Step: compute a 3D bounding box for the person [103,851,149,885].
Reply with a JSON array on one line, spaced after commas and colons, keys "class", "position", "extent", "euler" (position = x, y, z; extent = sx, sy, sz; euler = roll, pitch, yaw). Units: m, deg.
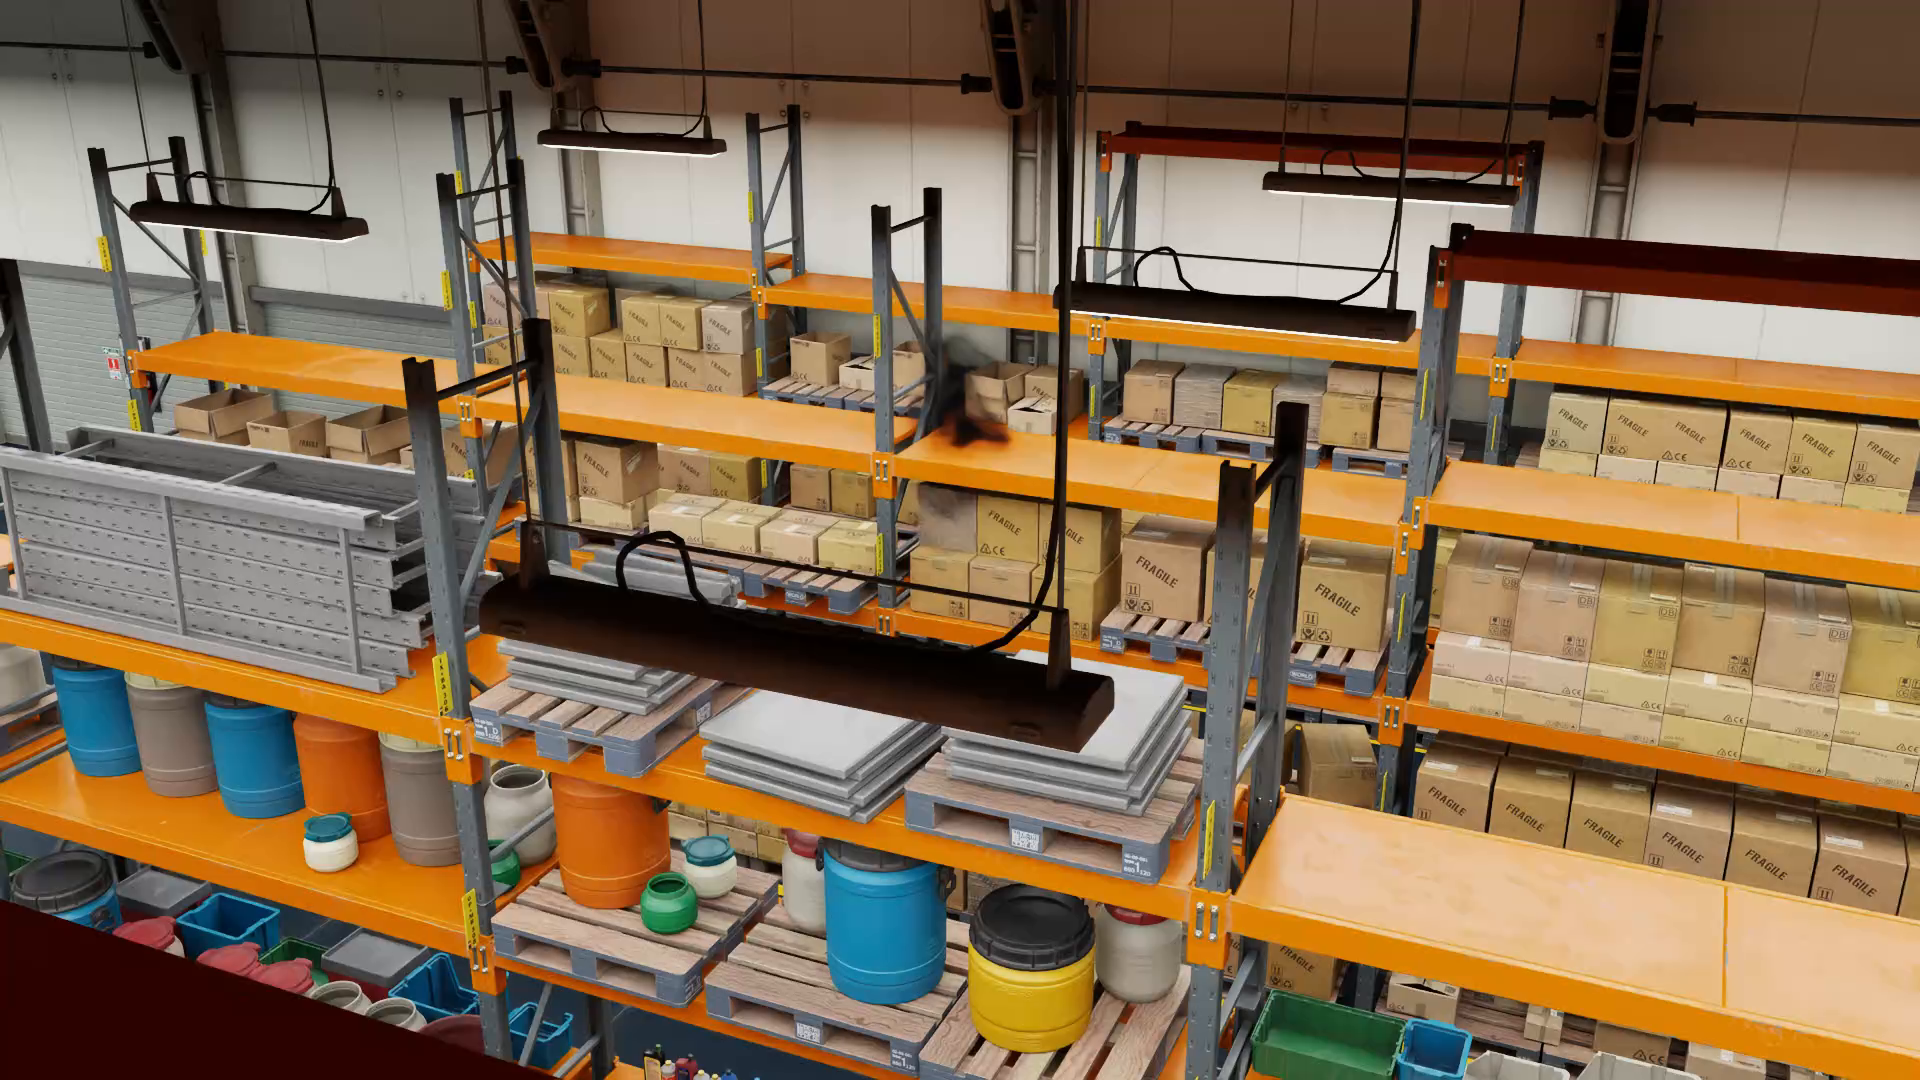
[{"class": "person", "position": [-6.781, 2.514, 13.686], "extent": [0.727, 1.623, 0.615], "euler": [11, 23, 26]}]
